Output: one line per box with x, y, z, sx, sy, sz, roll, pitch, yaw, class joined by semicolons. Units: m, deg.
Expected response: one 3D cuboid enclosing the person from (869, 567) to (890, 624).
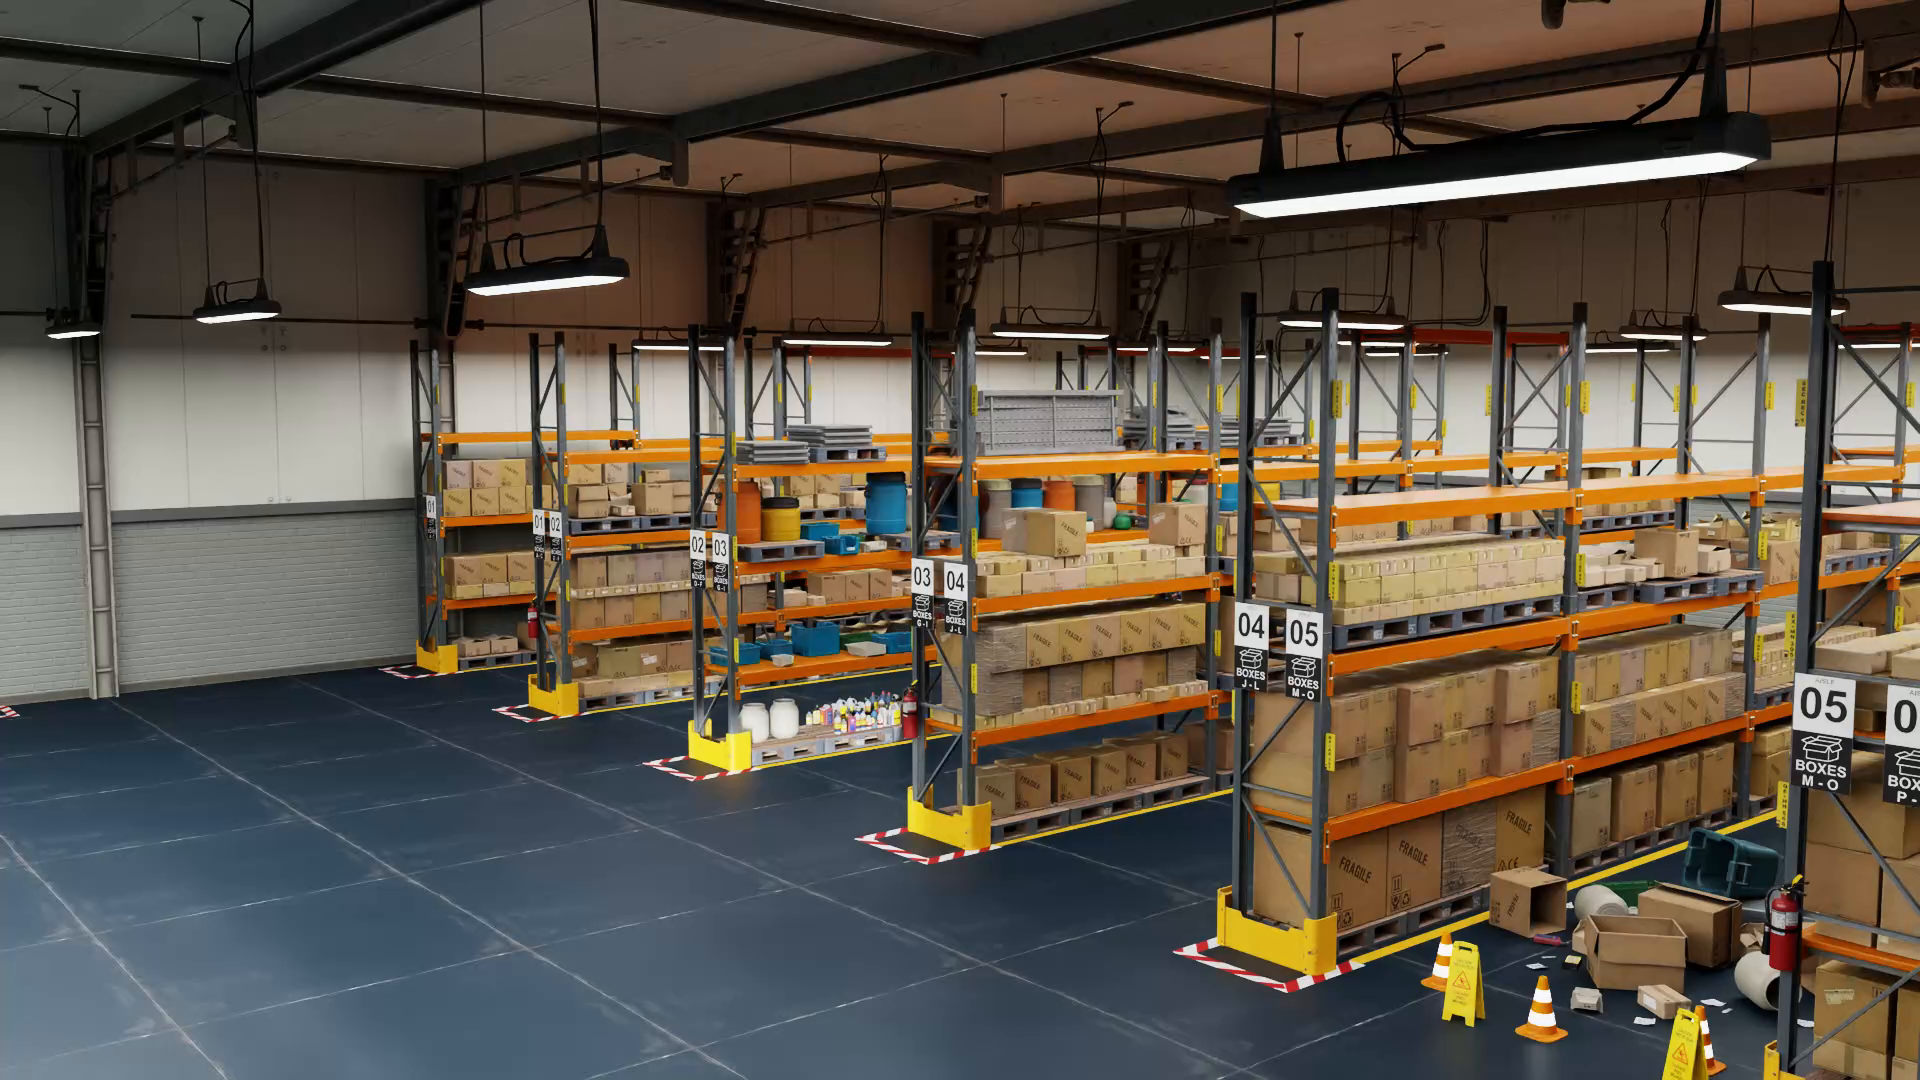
-1.568;1.342;32.740;0.535;1.619;0.695;5;7;43;person
